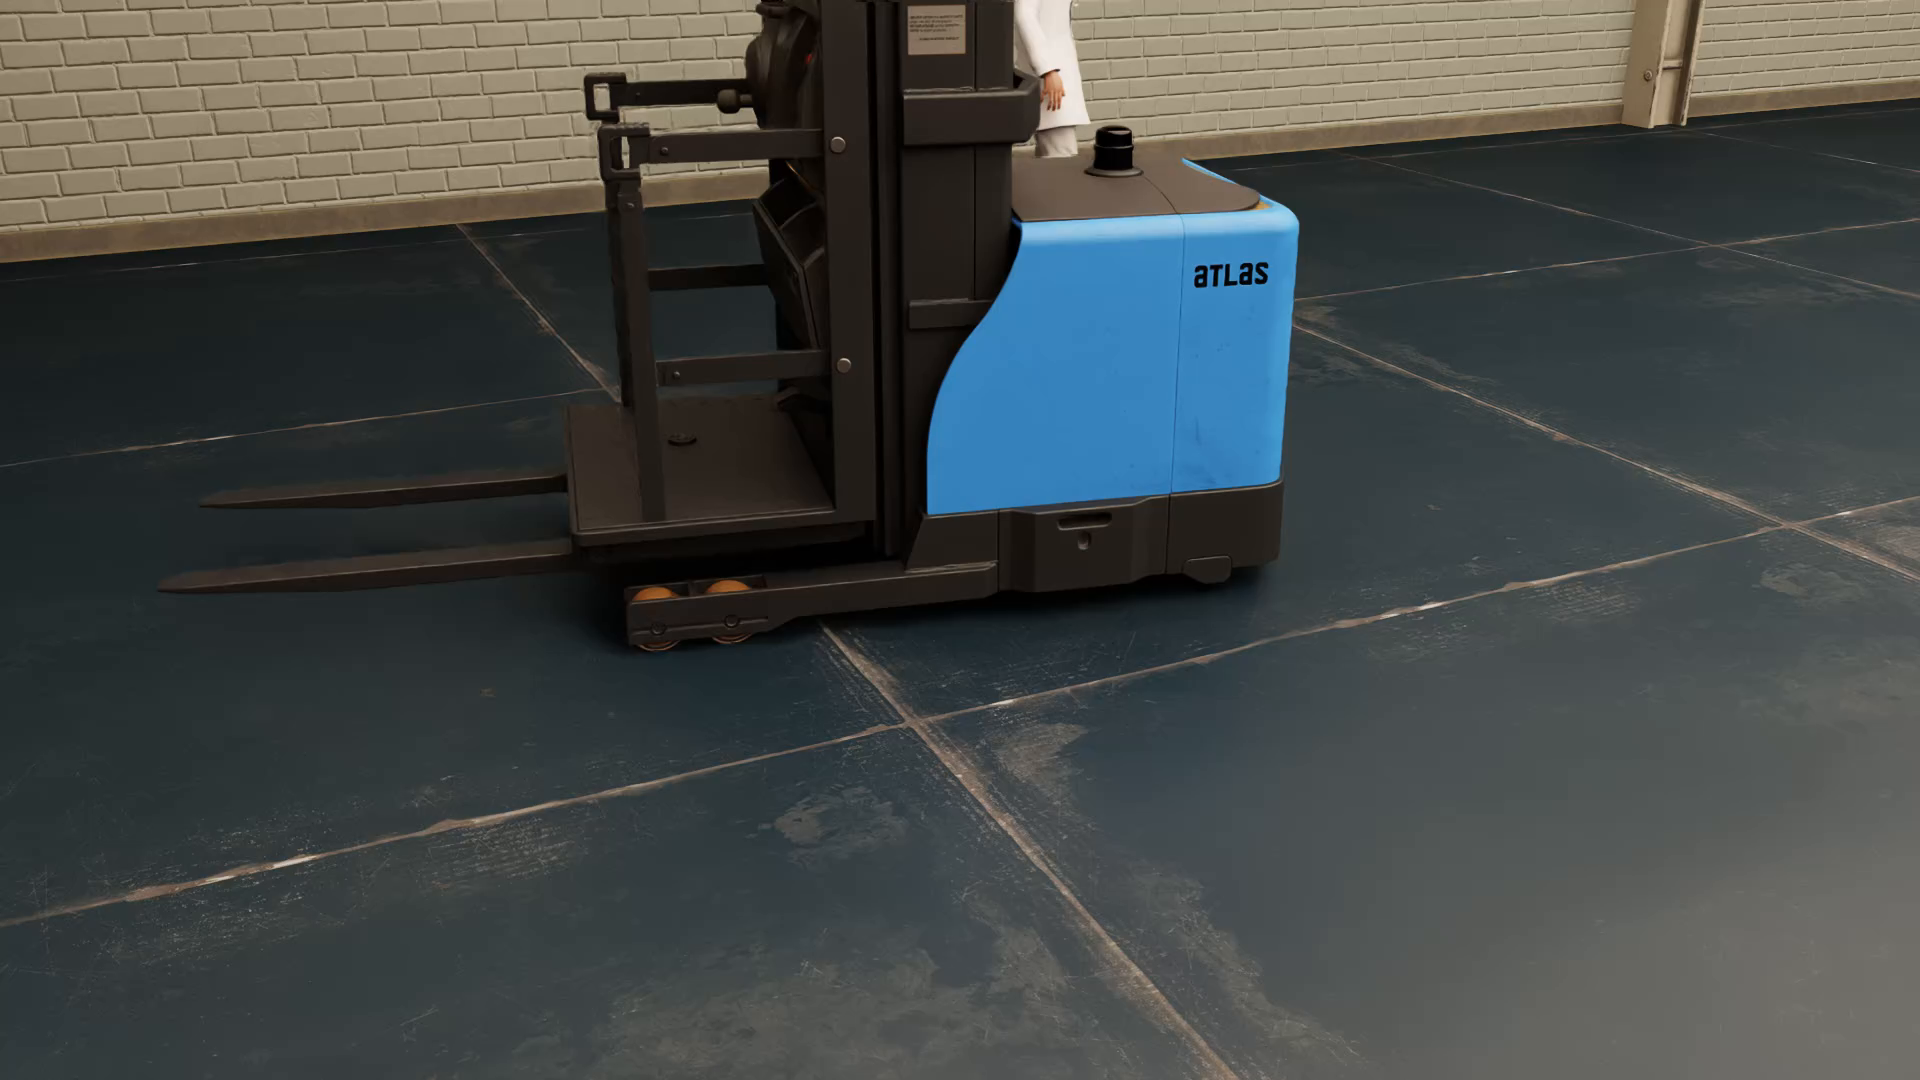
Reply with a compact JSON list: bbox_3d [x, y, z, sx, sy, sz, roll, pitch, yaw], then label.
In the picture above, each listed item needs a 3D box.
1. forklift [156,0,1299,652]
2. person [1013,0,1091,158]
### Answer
[{"bbox_3d":[-0.649,-1.282,4.371,3.031,2.935,1.130,-5,23,-13],"label":"forklift"},{"bbox_3d":[0.548,-2.296,8.312,0.571,1.782,0.730,2,23,4],"label":"person"}]
